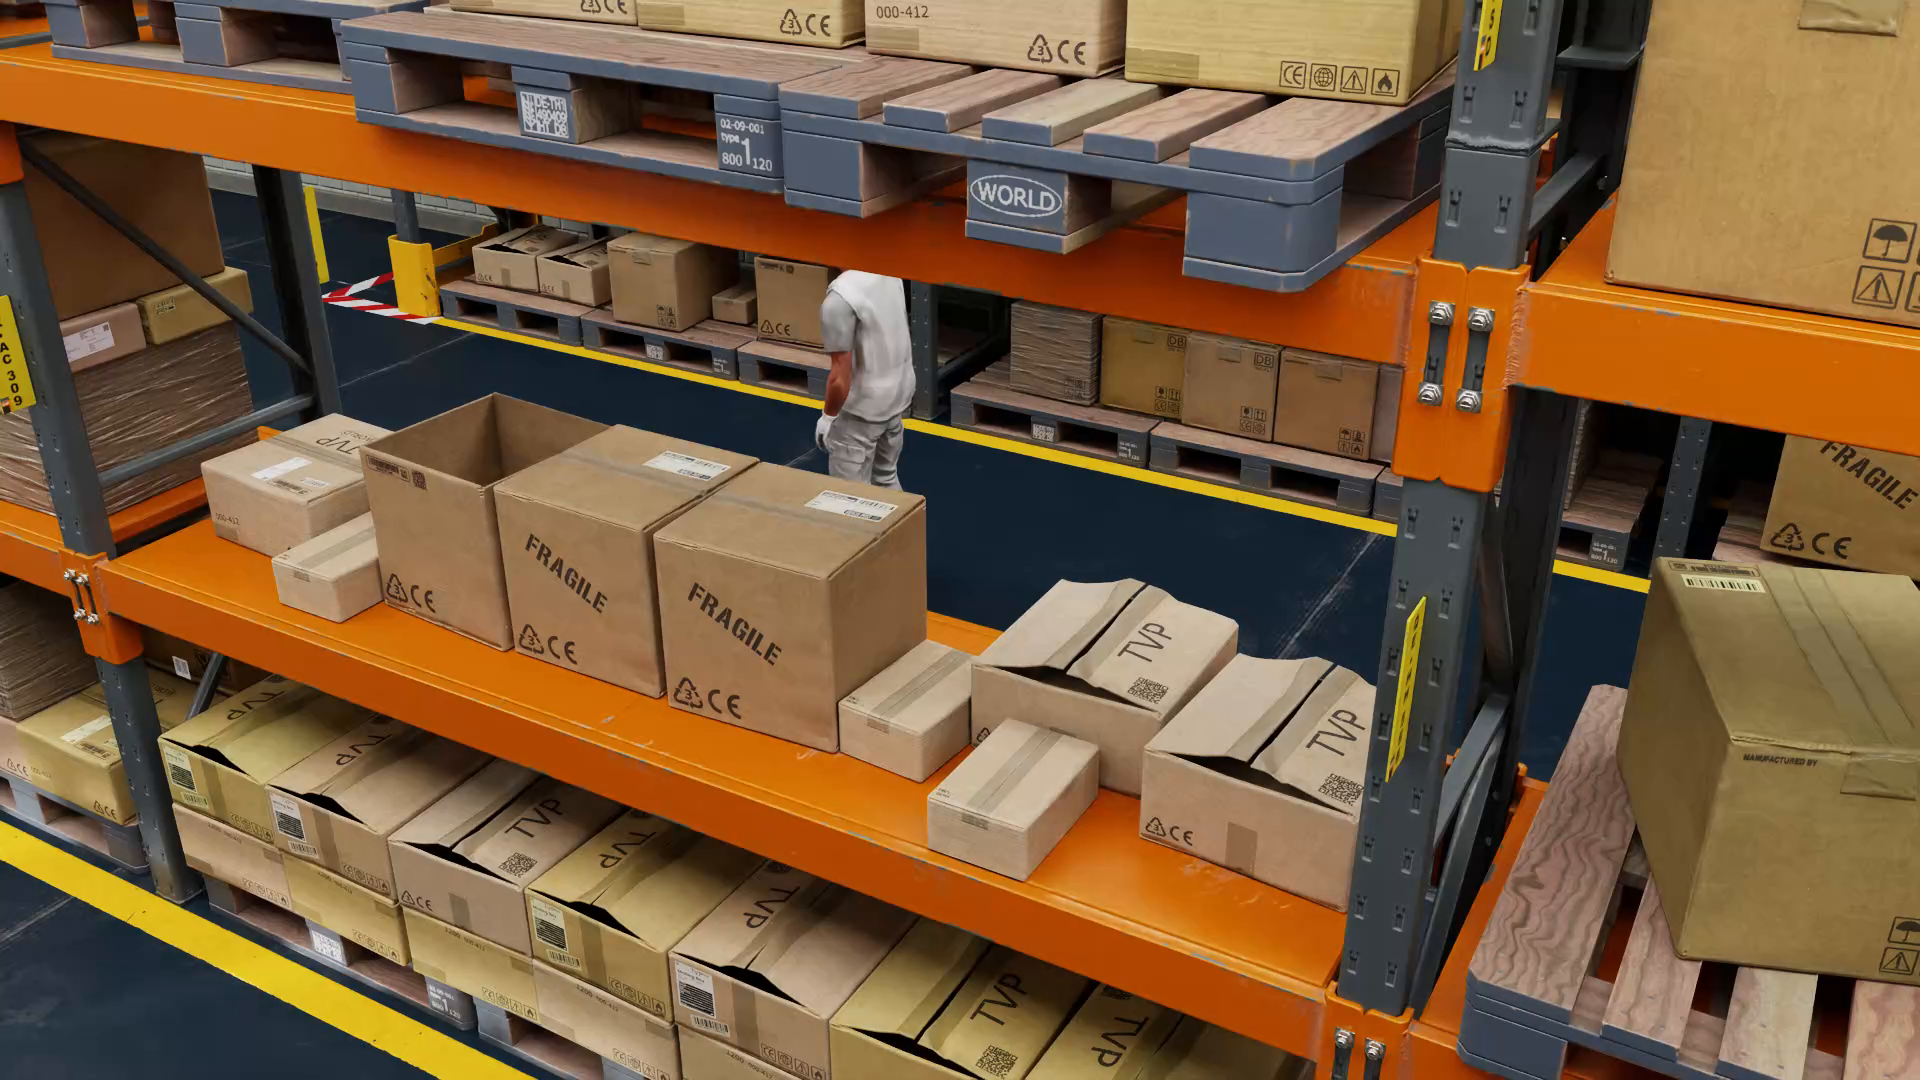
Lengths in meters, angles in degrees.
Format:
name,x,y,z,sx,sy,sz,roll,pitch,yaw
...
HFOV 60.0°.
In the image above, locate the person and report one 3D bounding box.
name,x,y,z,sx,sy,sz,roll,pitch,yaw
person,-0.435,-0.599,7.310,0.454,1.779,0.609,14,29,26
